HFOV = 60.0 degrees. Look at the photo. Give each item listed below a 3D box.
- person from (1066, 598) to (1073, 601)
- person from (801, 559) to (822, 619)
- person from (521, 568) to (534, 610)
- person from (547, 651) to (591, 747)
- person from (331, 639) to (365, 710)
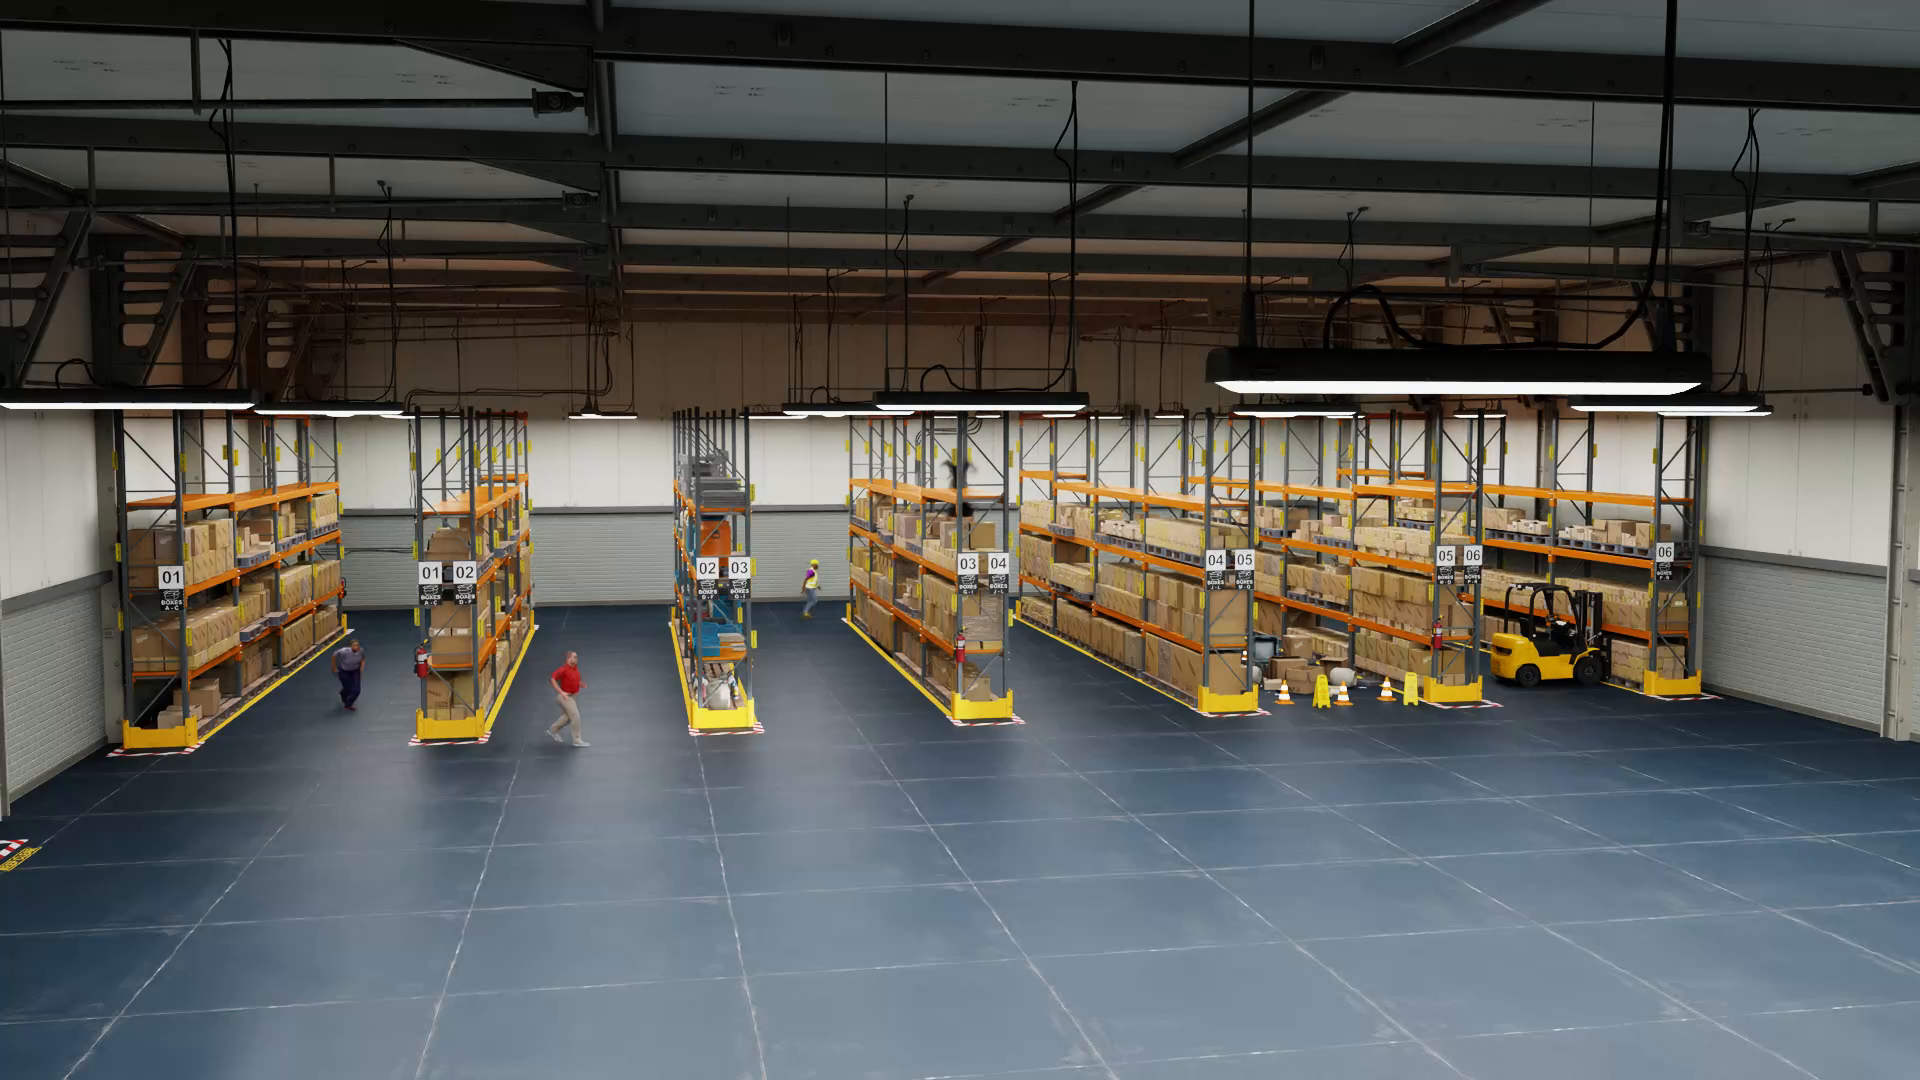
[{"bbox_3d":[3.280,1.369,50.376,0.735,1.559,0.580,-2,5,-30],"label":"person"},{"bbox_3d":[-4.329,1.427,48.356,0.623,1.716,0.728,0,4,-3],"label":"person"},{"bbox_3d":[-12.538,1.535,47.718,0.698,1.628,0.591,2,5,30],"label":"person"},{"bbox_3d":[-6.966,2.790,29.219,0.873,1.706,0.680,1,4,19],"label":"person"},{"bbox_3d":[-12.093,2.664,32.874,0.633,1.470,0.776,-3,5,-40],"label":"person"}]
